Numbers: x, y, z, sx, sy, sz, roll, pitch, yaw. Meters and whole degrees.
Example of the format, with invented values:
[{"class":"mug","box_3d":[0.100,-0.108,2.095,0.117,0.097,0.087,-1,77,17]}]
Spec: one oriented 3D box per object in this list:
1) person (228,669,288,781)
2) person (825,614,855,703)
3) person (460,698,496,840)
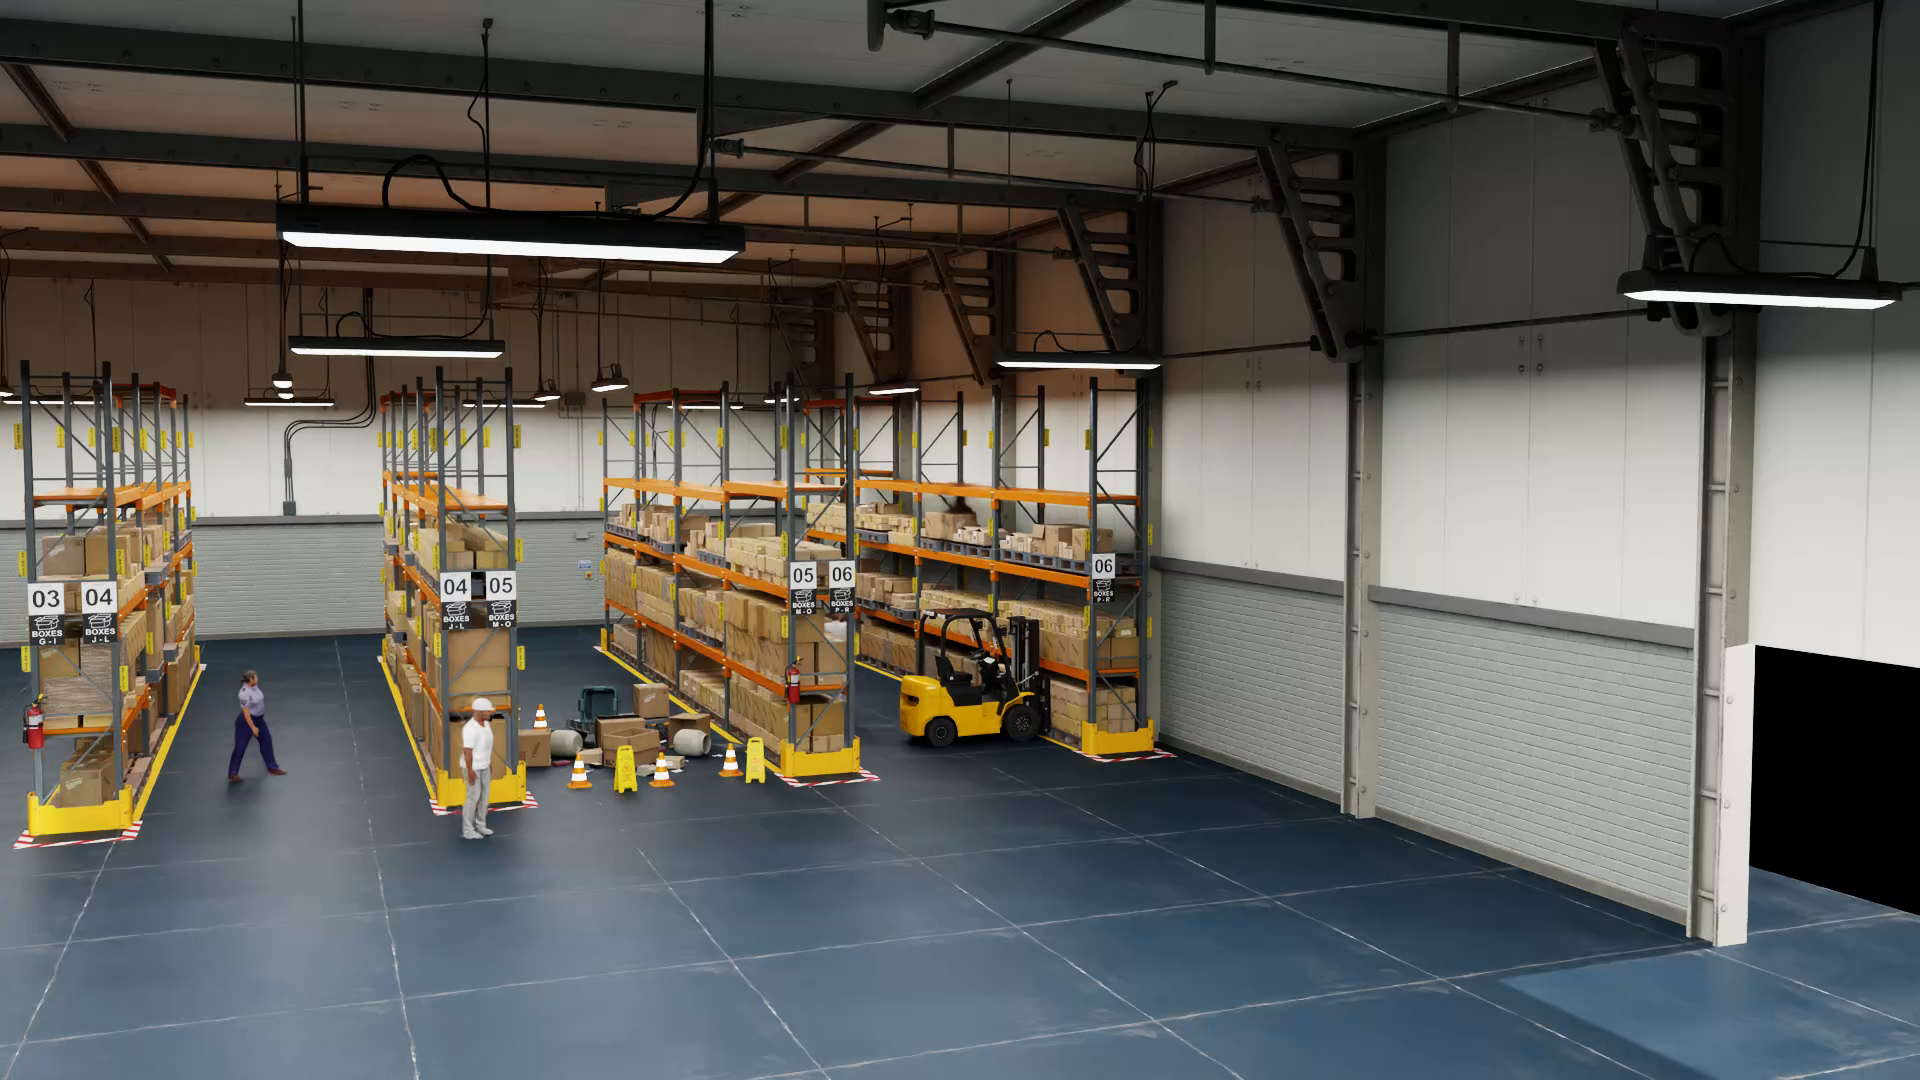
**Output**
[{"class":"person","box_3d":[-10.408,2.711,24.554,0.657,1.641,0.696,0,3,8]},{"class":"person","box_3d":[-2.252,2.123,30.170,0.603,1.734,0.801,-1,4,-16]},{"class":"person","box_3d":[-6.058,2.865,20.938,0.449,1.774,0.617,1,3,10]}]
